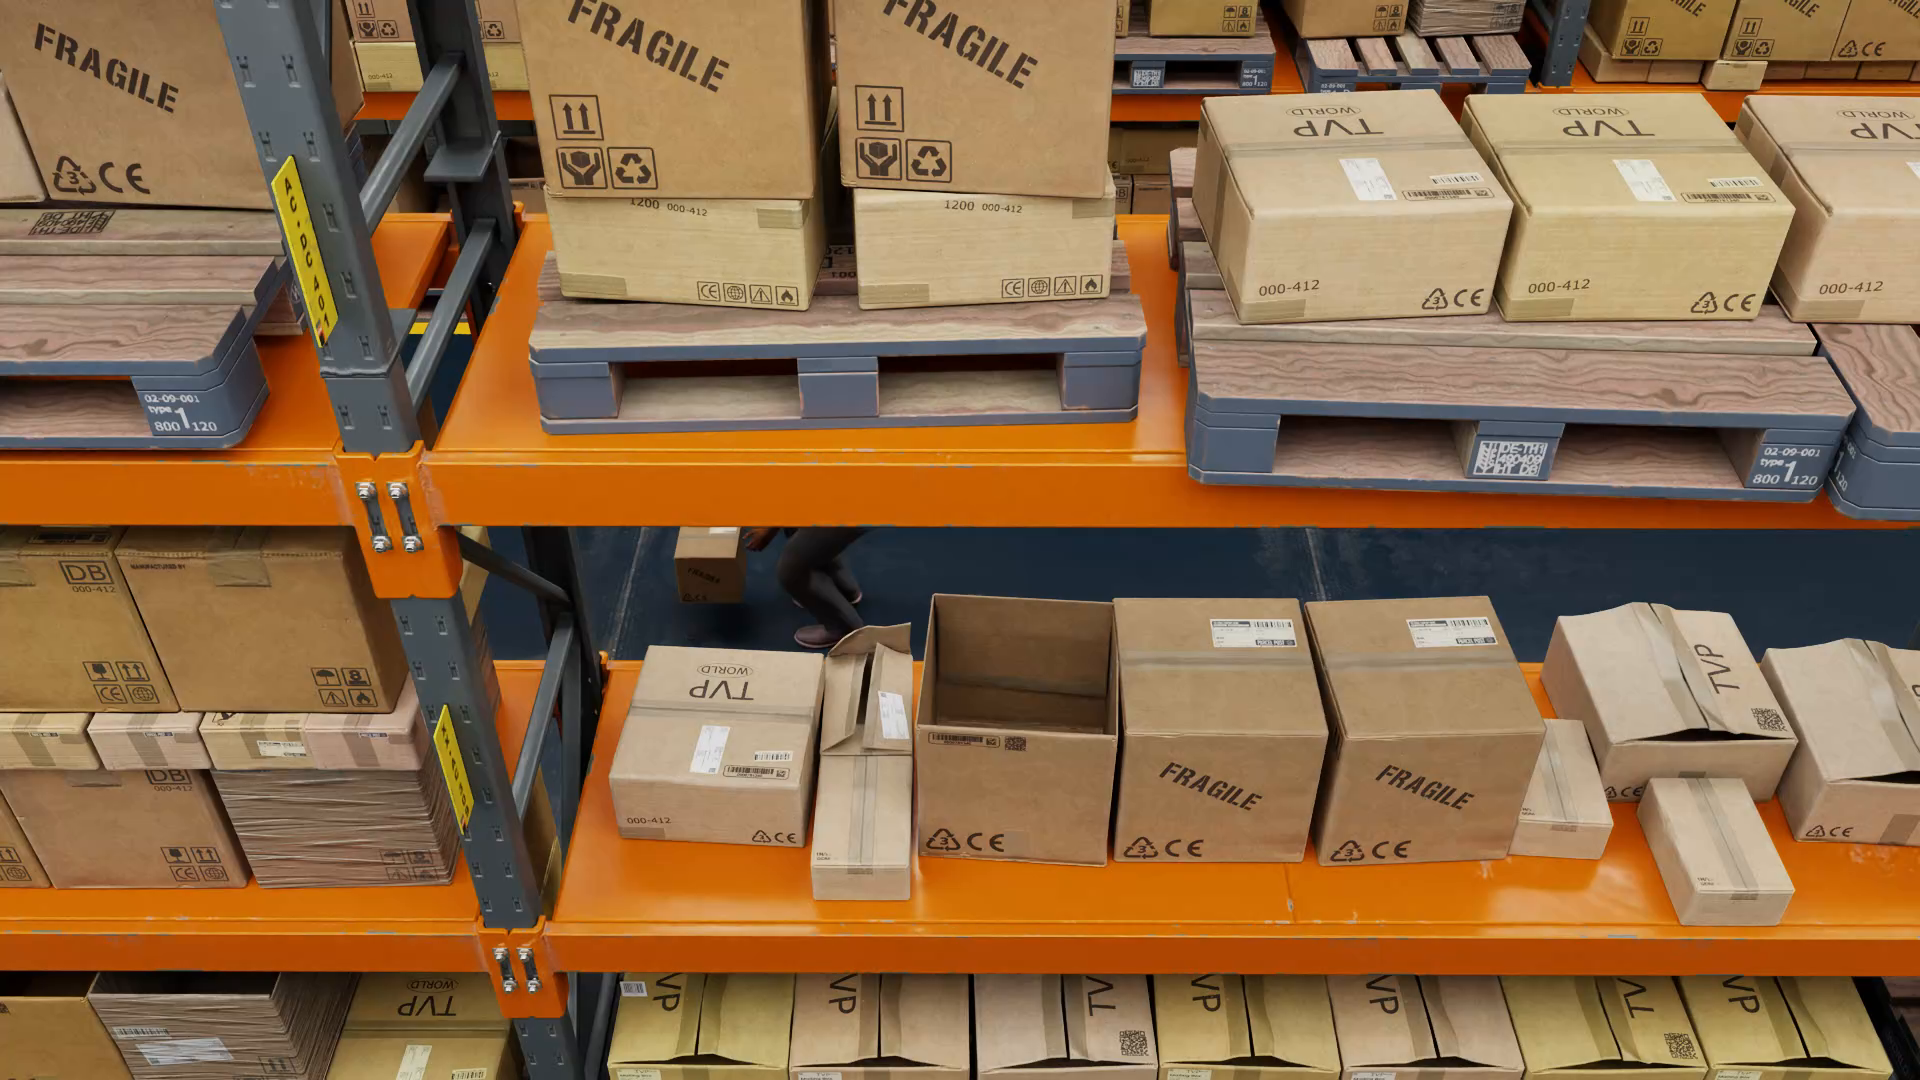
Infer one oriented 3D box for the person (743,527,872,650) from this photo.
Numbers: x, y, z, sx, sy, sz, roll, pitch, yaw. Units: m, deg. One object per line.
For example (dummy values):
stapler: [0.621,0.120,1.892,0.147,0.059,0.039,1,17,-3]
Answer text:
person: [-0.581,-0.168,6.579,0.616,1.390,0.495,0,40,0]
